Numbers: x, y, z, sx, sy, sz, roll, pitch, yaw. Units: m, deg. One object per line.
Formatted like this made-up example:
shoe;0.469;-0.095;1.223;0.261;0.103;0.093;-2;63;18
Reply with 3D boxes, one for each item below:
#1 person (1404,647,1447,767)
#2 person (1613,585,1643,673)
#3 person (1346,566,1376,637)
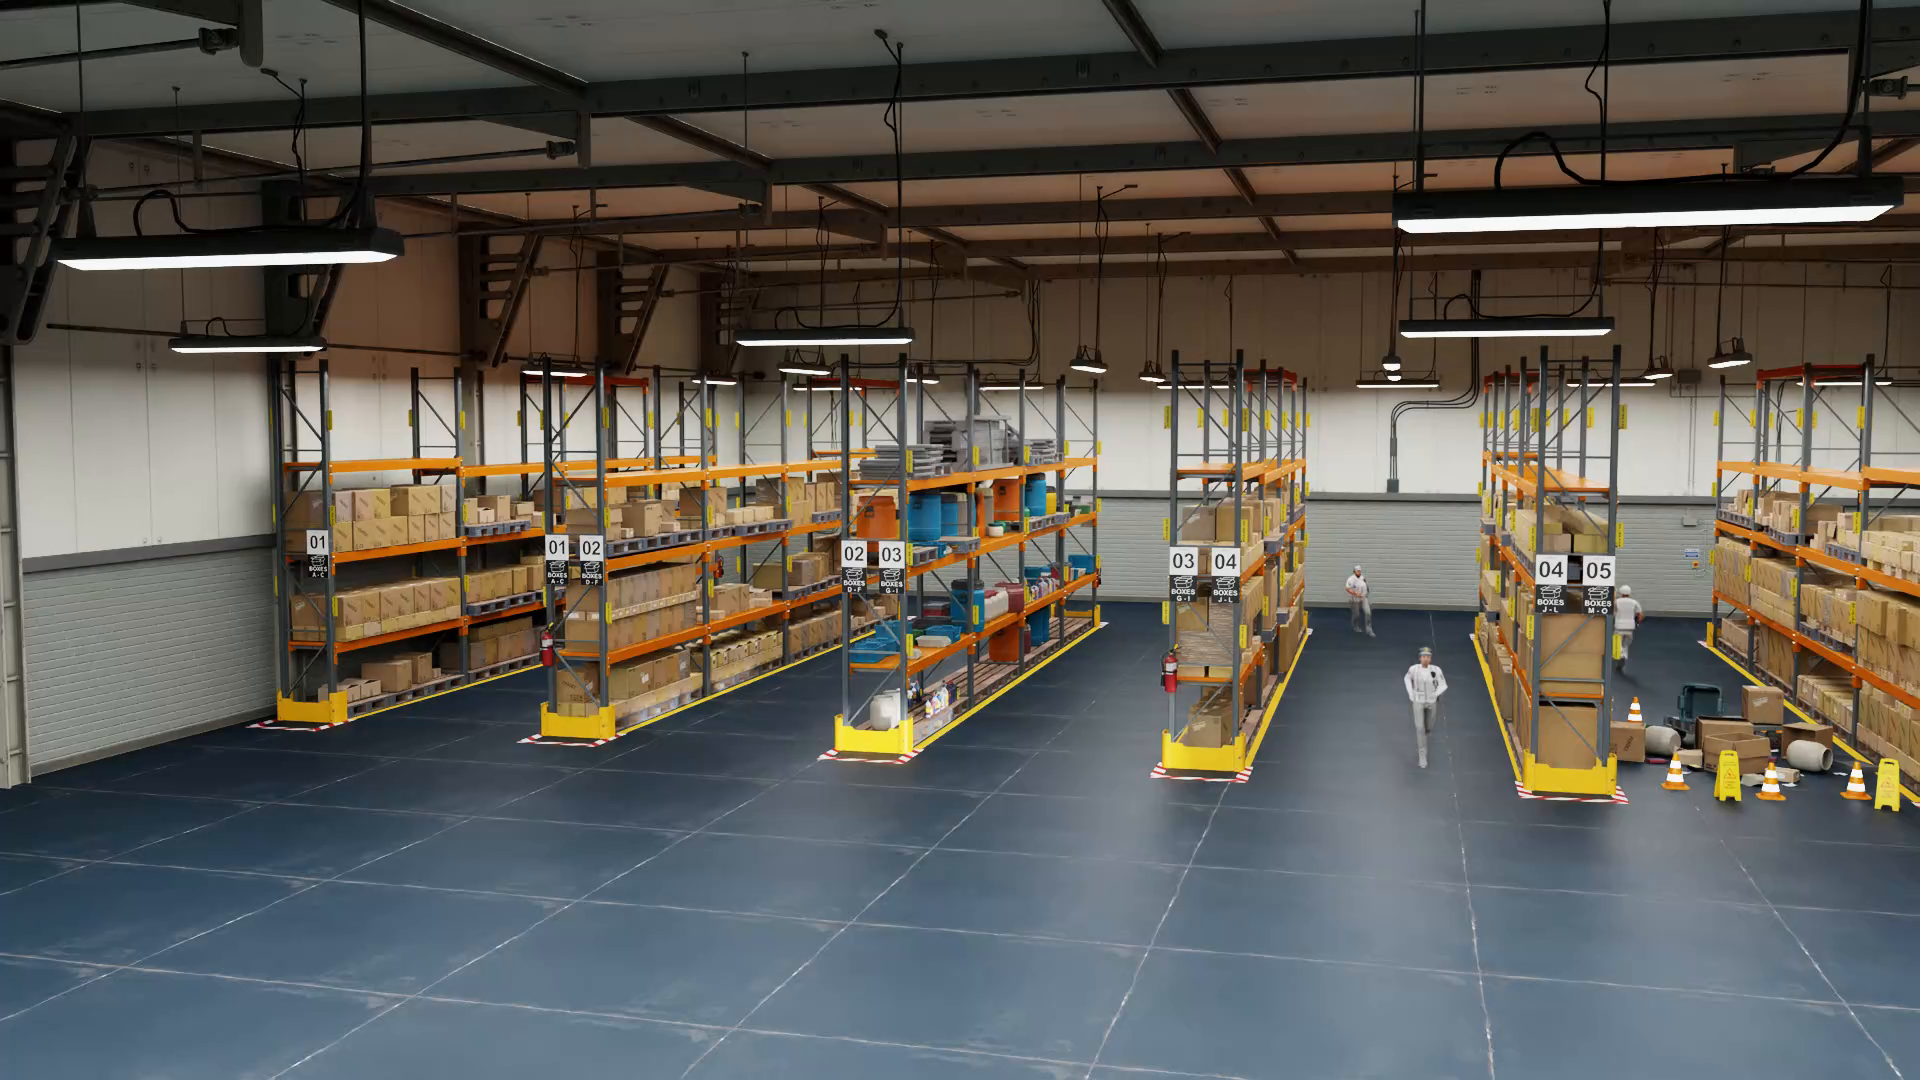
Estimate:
person;6.862;2.410;24.492;0.583;1.706;1.096;1;4;7
person;13.146;1.764;32.898;0.651;1.747;0.692;1;4;11
person;9.248;1.419;38.794;0.643;1.672;0.854;-1;4;-12
